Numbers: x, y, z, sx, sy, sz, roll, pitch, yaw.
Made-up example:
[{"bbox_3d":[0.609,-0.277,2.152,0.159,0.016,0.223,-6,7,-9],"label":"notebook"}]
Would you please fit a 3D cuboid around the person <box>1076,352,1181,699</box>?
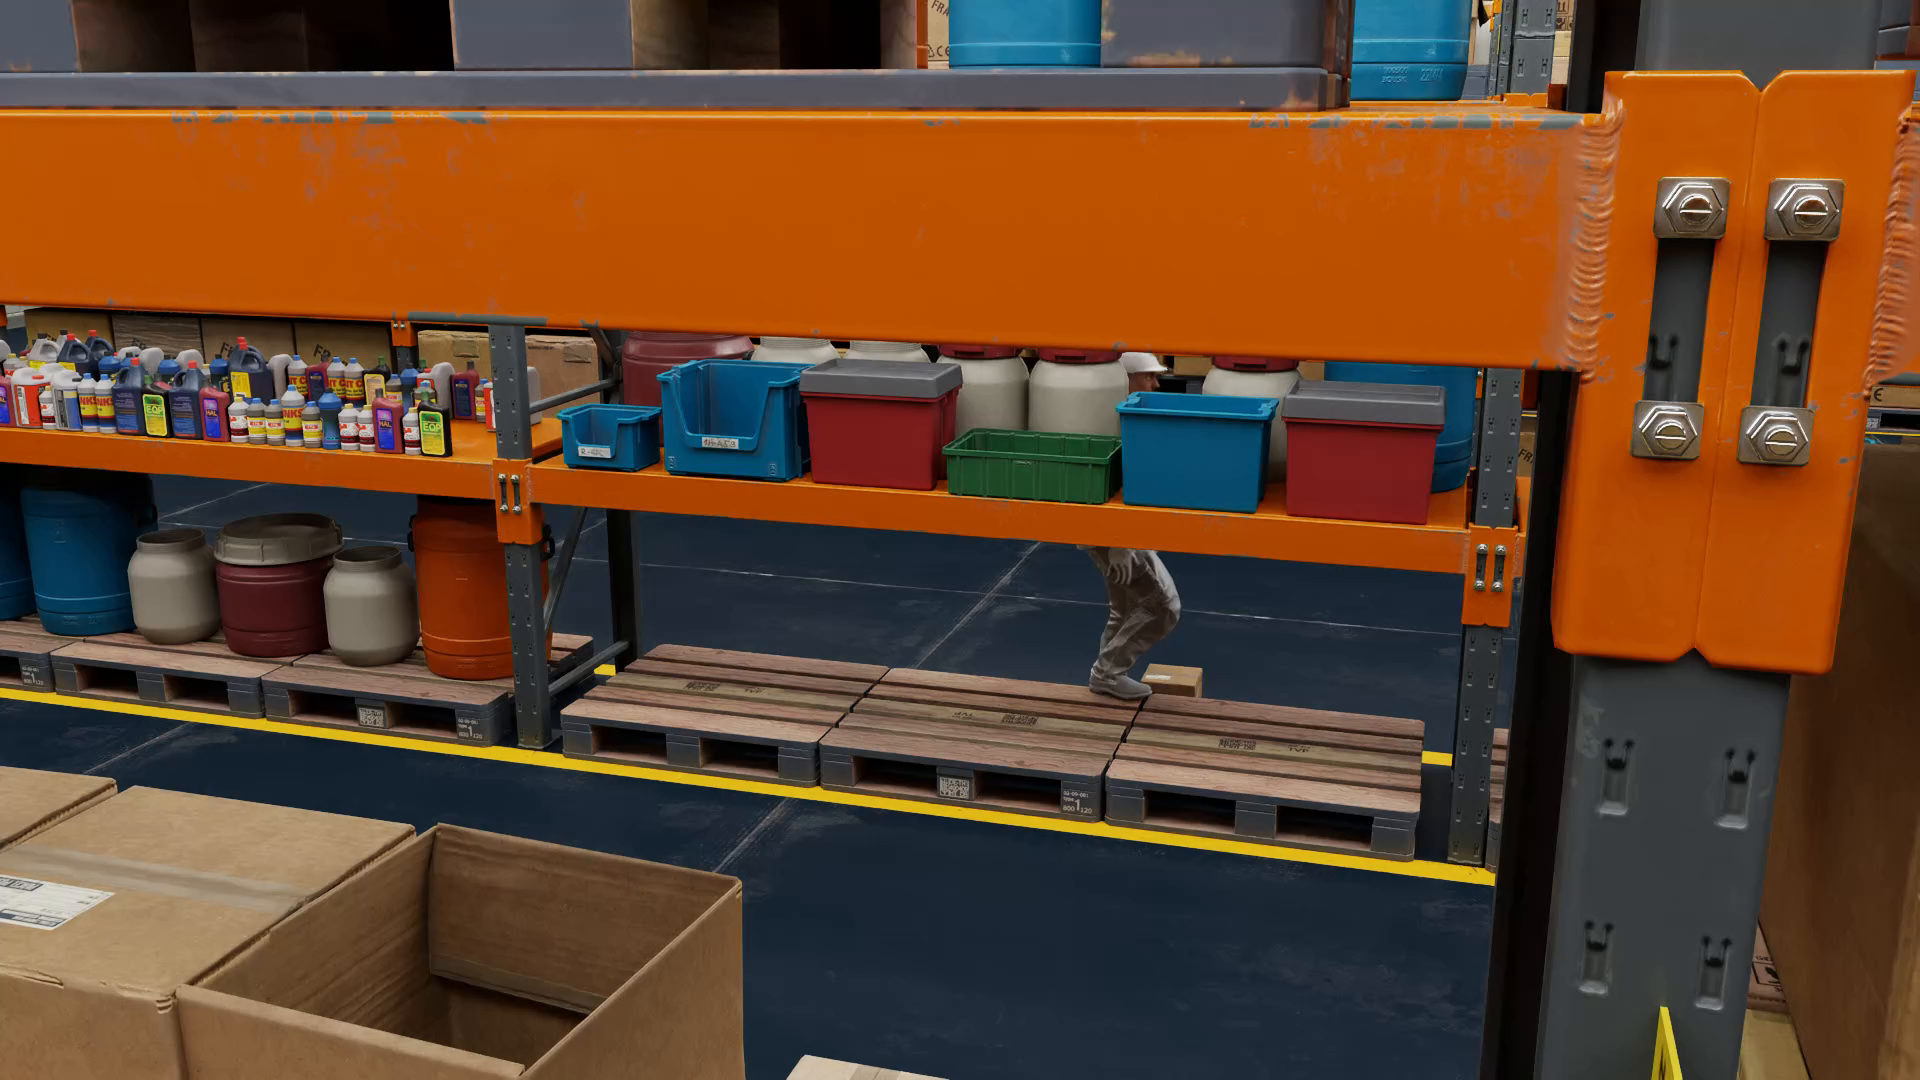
[{"bbox_3d":[0.774,-0.009,7.511,0.525,1.782,0.615,4,16,16],"label":"person"}]
